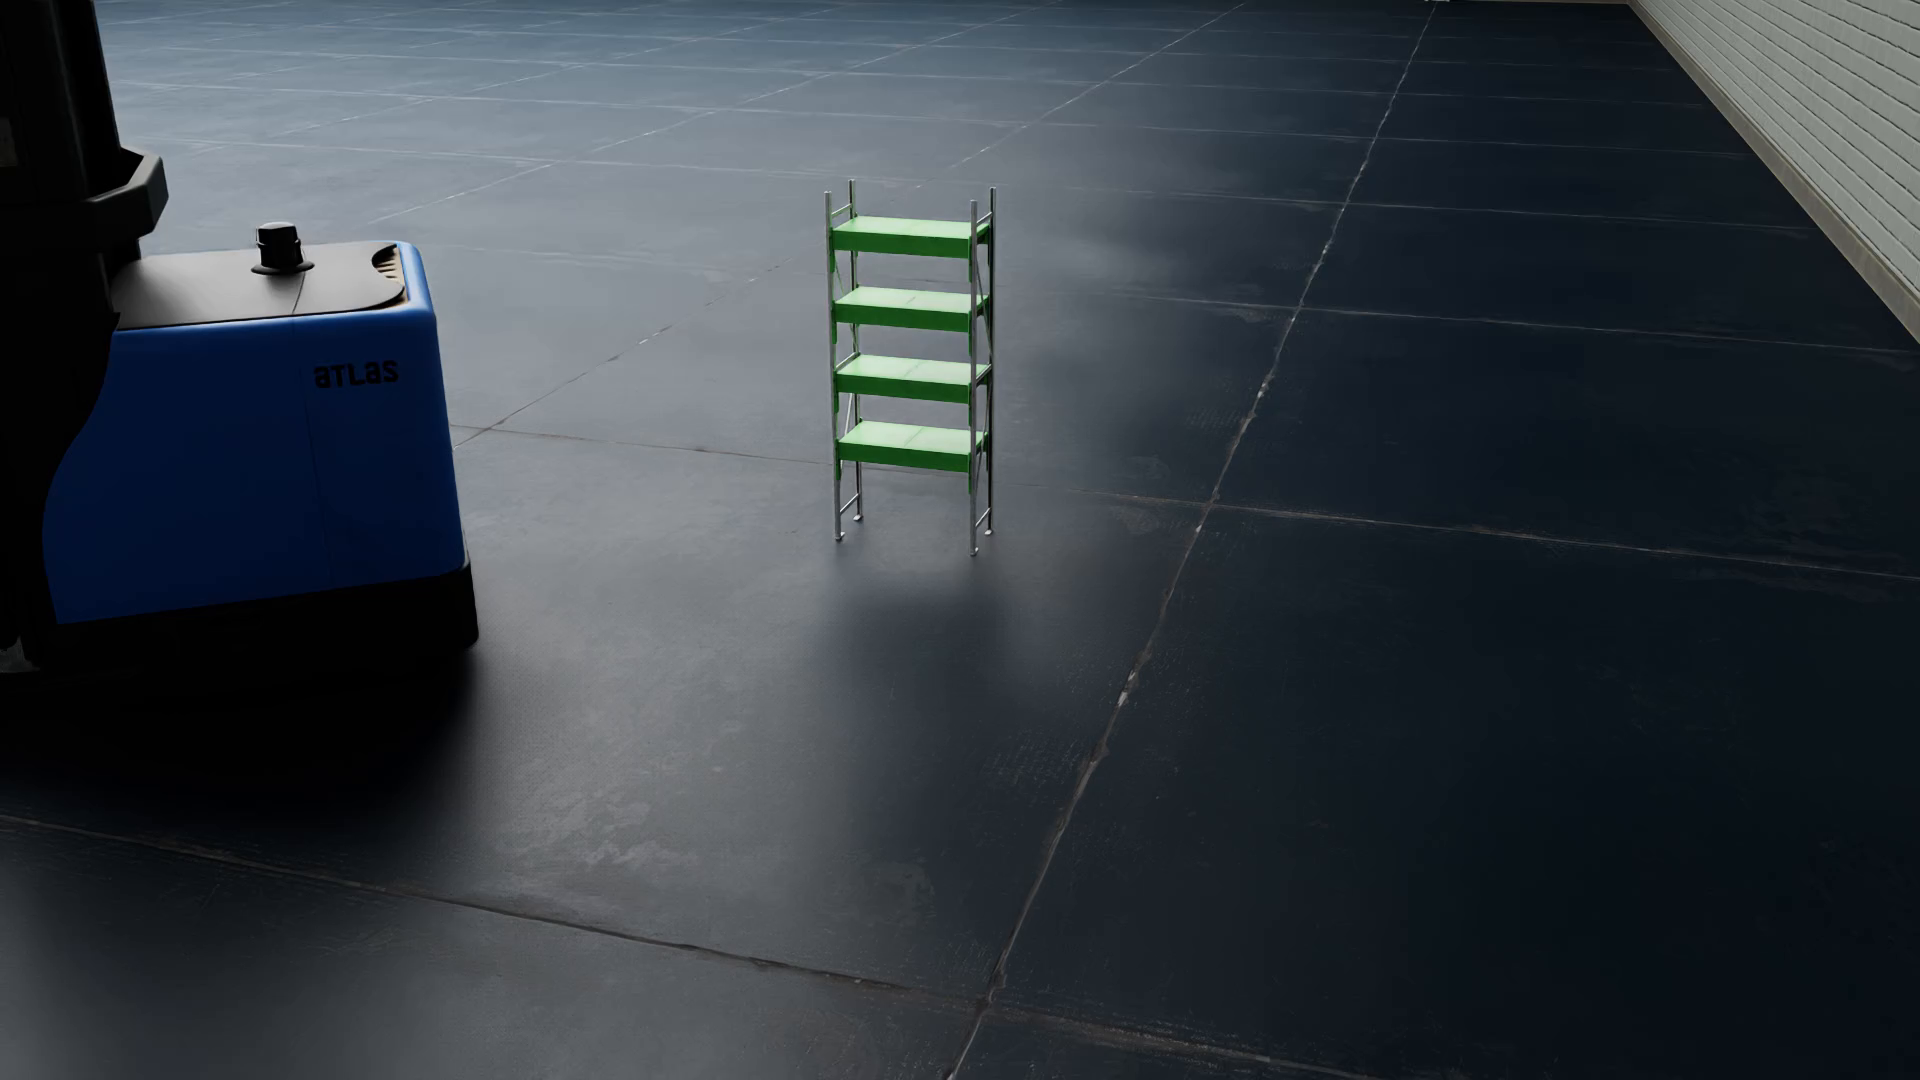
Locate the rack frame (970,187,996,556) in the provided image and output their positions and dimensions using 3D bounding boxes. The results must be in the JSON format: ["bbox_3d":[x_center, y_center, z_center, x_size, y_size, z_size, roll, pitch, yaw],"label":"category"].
[{"bbox_3d":[0.075,-0.547,5.521,0.015,1.200,0.240,7,23,16],"label":"rack frame"}]

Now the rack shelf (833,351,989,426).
[{"bbox_3d":[-0.158,-0.514,5.611,0.480,0.148,0.258,7,23,16],"label":"rack shelf"}]

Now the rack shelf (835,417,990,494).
[{"bbox_3d":[-0.158,-0.292,5.702,0.480,0.148,0.258,7,23,16],"label":"rack shelf"}]

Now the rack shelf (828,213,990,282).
[{"bbox_3d":[-0.158,-0.958,5.429,0.480,0.148,0.258,7,23,16],"label":"rack shelf"}]

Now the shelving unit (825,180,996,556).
[{"bbox_3d":[-0.158,-0.573,5.587,0.503,1.200,0.258,7,23,16],"label":"shelving unit"}]

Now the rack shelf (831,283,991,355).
[{"bbox_3d":[-0.158,-0.736,5.520,0.480,0.148,0.258,7,23,16],"label":"rack shelf"}]

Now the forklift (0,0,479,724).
[{"bbox_3d":[-2.985,-0.968,4.268,3.031,2.935,1.130,-8,24,-18],"label":"forklift"}]

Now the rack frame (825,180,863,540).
[{"bbox_3d":[-0.392,-0.600,5.652,0.015,1.200,0.240,7,23,16],"label":"rack frame"}]
